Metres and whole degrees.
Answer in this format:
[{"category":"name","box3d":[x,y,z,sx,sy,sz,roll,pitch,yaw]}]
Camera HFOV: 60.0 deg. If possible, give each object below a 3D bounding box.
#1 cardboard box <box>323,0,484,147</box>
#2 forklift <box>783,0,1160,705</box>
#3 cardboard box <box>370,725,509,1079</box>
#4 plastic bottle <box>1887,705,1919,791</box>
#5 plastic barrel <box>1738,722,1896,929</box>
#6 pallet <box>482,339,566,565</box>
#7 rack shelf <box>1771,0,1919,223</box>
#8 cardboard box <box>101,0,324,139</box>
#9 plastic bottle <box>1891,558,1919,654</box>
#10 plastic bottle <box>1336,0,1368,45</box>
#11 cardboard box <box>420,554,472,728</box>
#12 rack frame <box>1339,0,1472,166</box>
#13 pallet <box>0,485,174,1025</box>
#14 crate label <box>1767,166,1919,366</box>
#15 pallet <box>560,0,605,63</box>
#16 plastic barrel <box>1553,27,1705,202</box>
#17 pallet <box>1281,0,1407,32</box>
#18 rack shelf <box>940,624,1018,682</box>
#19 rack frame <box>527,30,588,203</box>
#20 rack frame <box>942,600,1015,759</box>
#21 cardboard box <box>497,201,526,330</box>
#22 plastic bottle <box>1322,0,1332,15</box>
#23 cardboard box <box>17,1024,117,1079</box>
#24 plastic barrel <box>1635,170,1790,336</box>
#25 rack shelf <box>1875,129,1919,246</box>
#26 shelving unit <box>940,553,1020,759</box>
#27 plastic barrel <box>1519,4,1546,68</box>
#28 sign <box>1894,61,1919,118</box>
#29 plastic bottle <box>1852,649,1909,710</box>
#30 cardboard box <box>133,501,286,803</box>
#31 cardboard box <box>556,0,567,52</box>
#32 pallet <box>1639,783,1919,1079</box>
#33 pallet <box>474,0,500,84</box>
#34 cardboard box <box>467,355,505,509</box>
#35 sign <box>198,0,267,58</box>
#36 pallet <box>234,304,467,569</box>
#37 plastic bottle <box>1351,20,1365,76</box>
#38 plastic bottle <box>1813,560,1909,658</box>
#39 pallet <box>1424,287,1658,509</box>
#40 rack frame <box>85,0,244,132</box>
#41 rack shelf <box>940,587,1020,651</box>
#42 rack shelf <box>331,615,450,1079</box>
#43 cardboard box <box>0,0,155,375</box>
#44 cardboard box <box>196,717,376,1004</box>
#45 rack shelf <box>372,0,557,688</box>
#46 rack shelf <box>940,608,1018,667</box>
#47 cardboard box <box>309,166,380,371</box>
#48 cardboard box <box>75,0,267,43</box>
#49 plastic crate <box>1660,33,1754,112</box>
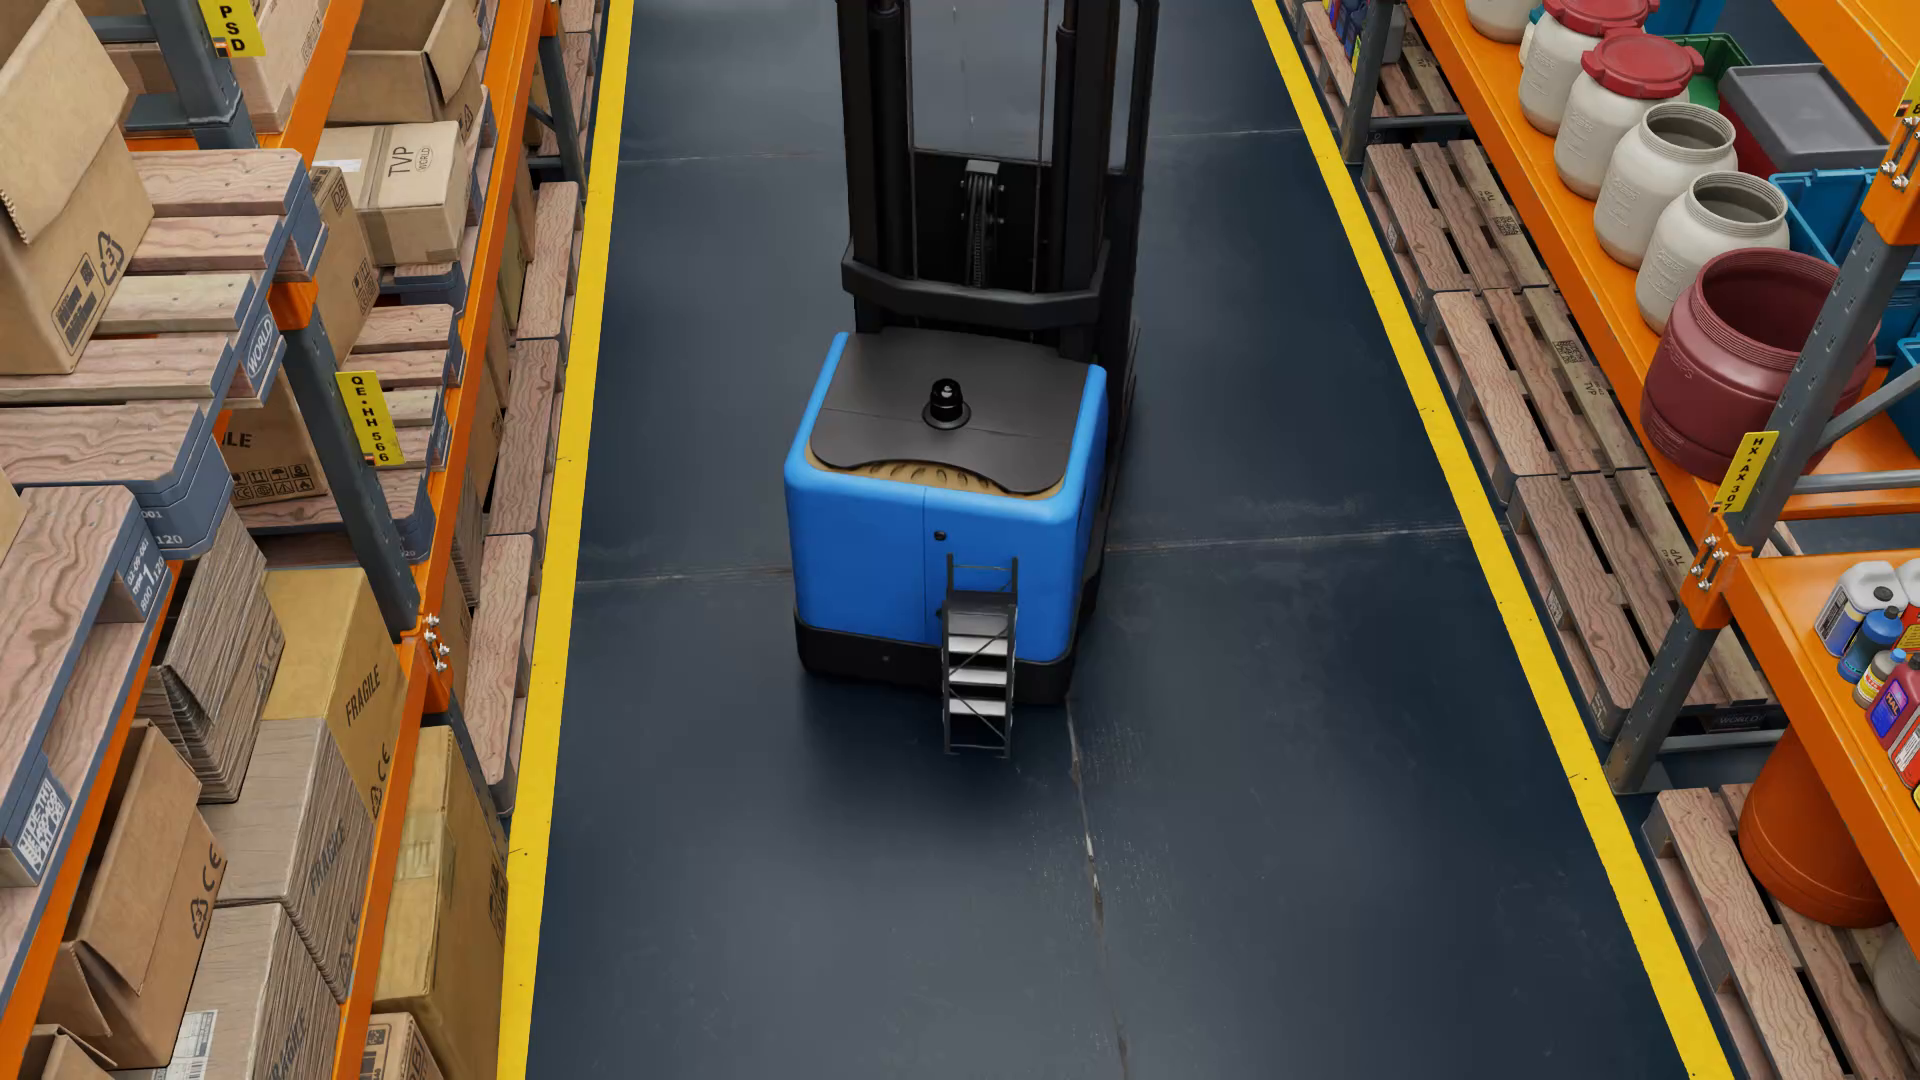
[{"category":"cardboard box","box3d":[-2.180,-1.704,6.074,0.797,0.503,0.637,1,47,1]},{"category":"forklift","box3d":[0.173,-1.481,6.270,1.130,2.935,3.031,8,47,8]},{"category":"cardboard box","box3d":[-2.045,1.208,4.850,1.225,0.875,0.875,-5,47,-5]},{"category":"plastic bottle","box3d":[2.606,0.531,4.403,0.152,0.276,0.135,-3,47,-3]},{"category":"plastic barrel","box3d":[2.912,0.775,5.292,0.600,0.830,0.708,-3,47,-3]},{"category":"pallet","box3d":[-2.245,-0.366,7.087,1.003,0.211,1.213,-3,47,-3]},{"category":"rack shelf","box3d":[2.686,-2.410,5.533,1.077,0.370,4.000,-3,47,-3]},{"category":"cardboard box","box3d":[-1.868,-1.214,4.007,0.500,0.250,0.500,-3,47,-3]},{"category":"plastic bottle","box3d":[2.719,0.187,4.729,0.152,0.276,0.135,-3,47,-3]},{"category":"plastic bottle","box3d":[2.162,-2.901,9.090,0.144,0.351,0.185,-6,47,-5]},{"category":"cardboard box","box3d":[-2.158,0.346,5.911,0.700,0.500,0.500,-6,47,-5]},{"category":"rack frame","box3d":[2.519,-3.073,7.731,1.000,3.000,0.127,-3,47,-3]},{"category":"pallet","box3d":[-1.879,0.427,2.481,1.003,0.211,1.213,-2,47,-1]},{"category":"crate label","box3d":[3.040,-0.927,5.674,0.502,0.435,0.616,-3,47,-3]},{"category":"pallet","box3d":[-2.614,-3.182,9.755,1.003,0.211,1.213,-3,47,-3]},{"category":"plastic barrel","box3d":[2.478,-1.571,6.215,0.433,0.535,0.433,0,47,0]},{"category":"pallet","box3d":[2.399,-3.488,10.044,1.003,0.211,1.213,-3,47,-3]},{"category":"rack shelf","box3d":[0.069,0.387,5.816,0.258,0.077,0.200,3,49,3]},{"category":"rack frame","box3d":[-2.417,-2.772,7.446,1.000,3.000,0.127,-3,47,-3]},{"category":"rack frame","box3d":[0.061,0.501,5.792,0.240,0.900,0.006,3,49,3]},{"category":"cardboard box","box3d":[-2.366,-1.272,7.444,0.700,0.500,0.500,-4,47,-4]},{"category":"plastic bottle","box3d":[2.135,-3.135,9.311,0.144,0.351,0.185,-4,47,-4]},{"category":"cardboard box","box3d":[-1.922,1.229,2.897,0.797,0.503,0.637,-2,47,-2]},{"category":"plastic barrel","box3d":[2.555,-0.949,5.642,0.421,0.512,0.421,0,47,0]},{"category":"rack shelf","box3d":[3.021,0.484,2.792,1.077,0.370,4.000,-3,47,-3]},{"category":"shelving unit","box3d":[0.069,0.425,5.859,0.258,0.900,0.210,3,49,3]},{"category":"plastic barrel","box3d":[2.477,-2.059,6.866,0.301,0.262,0.301,0,47,0]},{"category":"sign","box3d":[2.306,-1.136,3.903,0.100,0.325,0.005,-3,47,-3]},{"category":"plastic bottle","box3d":[2.558,0.378,4.600,0.097,0.201,0.097,0,47,0]},{"category":"cardboard box","box3d":[-2.037,0.272,3.803,0.797,0.503,0.637,-2,47,-2]},{"category":"cardboard box","box3d":[-2.466,-2.763,8.870,0.500,0.500,0.500,10,47,9]},{"category":"pallet","box3d":[2.961,1.347,5.465,1.003,0.211,1.213,-3,47,-3]},{"category":"pallet","box3d":[-2.498,-2.145,6.984,1.003,0.211,1.213,-3,47,-3]},{"category":"cardboard box","box3d":[-2.271,-0.464,6.679,0.700,0.500,0.500,0,47,0]},{"category":"sign","box3d":[-1.528,-1.143,3.426,0.100,0.325,0.005,-3,47,-3]},{"category":"pallet","box3d":[-2.248,-0.321,5.257,1.213,0.211,1.003,-3,47,-3]},{"category":"plastic bottle","box3d":[2.150,-2.619,8.868,0.061,0.283,0.133,-1,47,-1]},{"category":"plastic bottle","box3d":[2.568,0.196,4.720,0.152,0.276,0.135,-3,47,-3]},{"category":"pallet","box3d":[2.728,-0.664,7.370,1.003,0.211,1.213,-3,47,-3]},{"category":"rack frame","box3d":[-2.082,-1.941,2.527,1.000,3.000,0.127,-3,47,-3]},{"category":"rack shelf","box3d":[0.069,0.269,5.680,0.258,0.077,0.200,3,49,3]},{"category":"rack shelf","box3d":[-1.915,1.816,3.596,1.077,0.370,4.000,-3,47,-3]},{"category":"cardboard box","box3d":[-1.959,-0.653,3.012,0.797,0.503,0.637,-1,47,-1]},{"category":"cardboard box","box3d":[-1.758,0.790,4.003,0.500,0.500,0.500,-4,47,-4]},{"category":"rack shelf","box3d":[-2.249,-1.078,6.337,1.077,0.370,4.000,-3,47,-3]},{"category":"rack shelf","box3d":[0.069,0.328,5.748,0.258,0.077,0.200,3,49,3]},{"category":"cardboard box","box3d":[-2.313,-0.843,5.261,0.700,0.500,0.500,3,47,3]},{"category":"cardboard box","box3d":[-1.865,-1.472,3.735,0.500,0.500,0.500,-3,47,-3]},{"category":"plastic crate","box3d":[2.946,-1.758,6.631,0.450,0.188,0.662,-3,47,-3]}]
